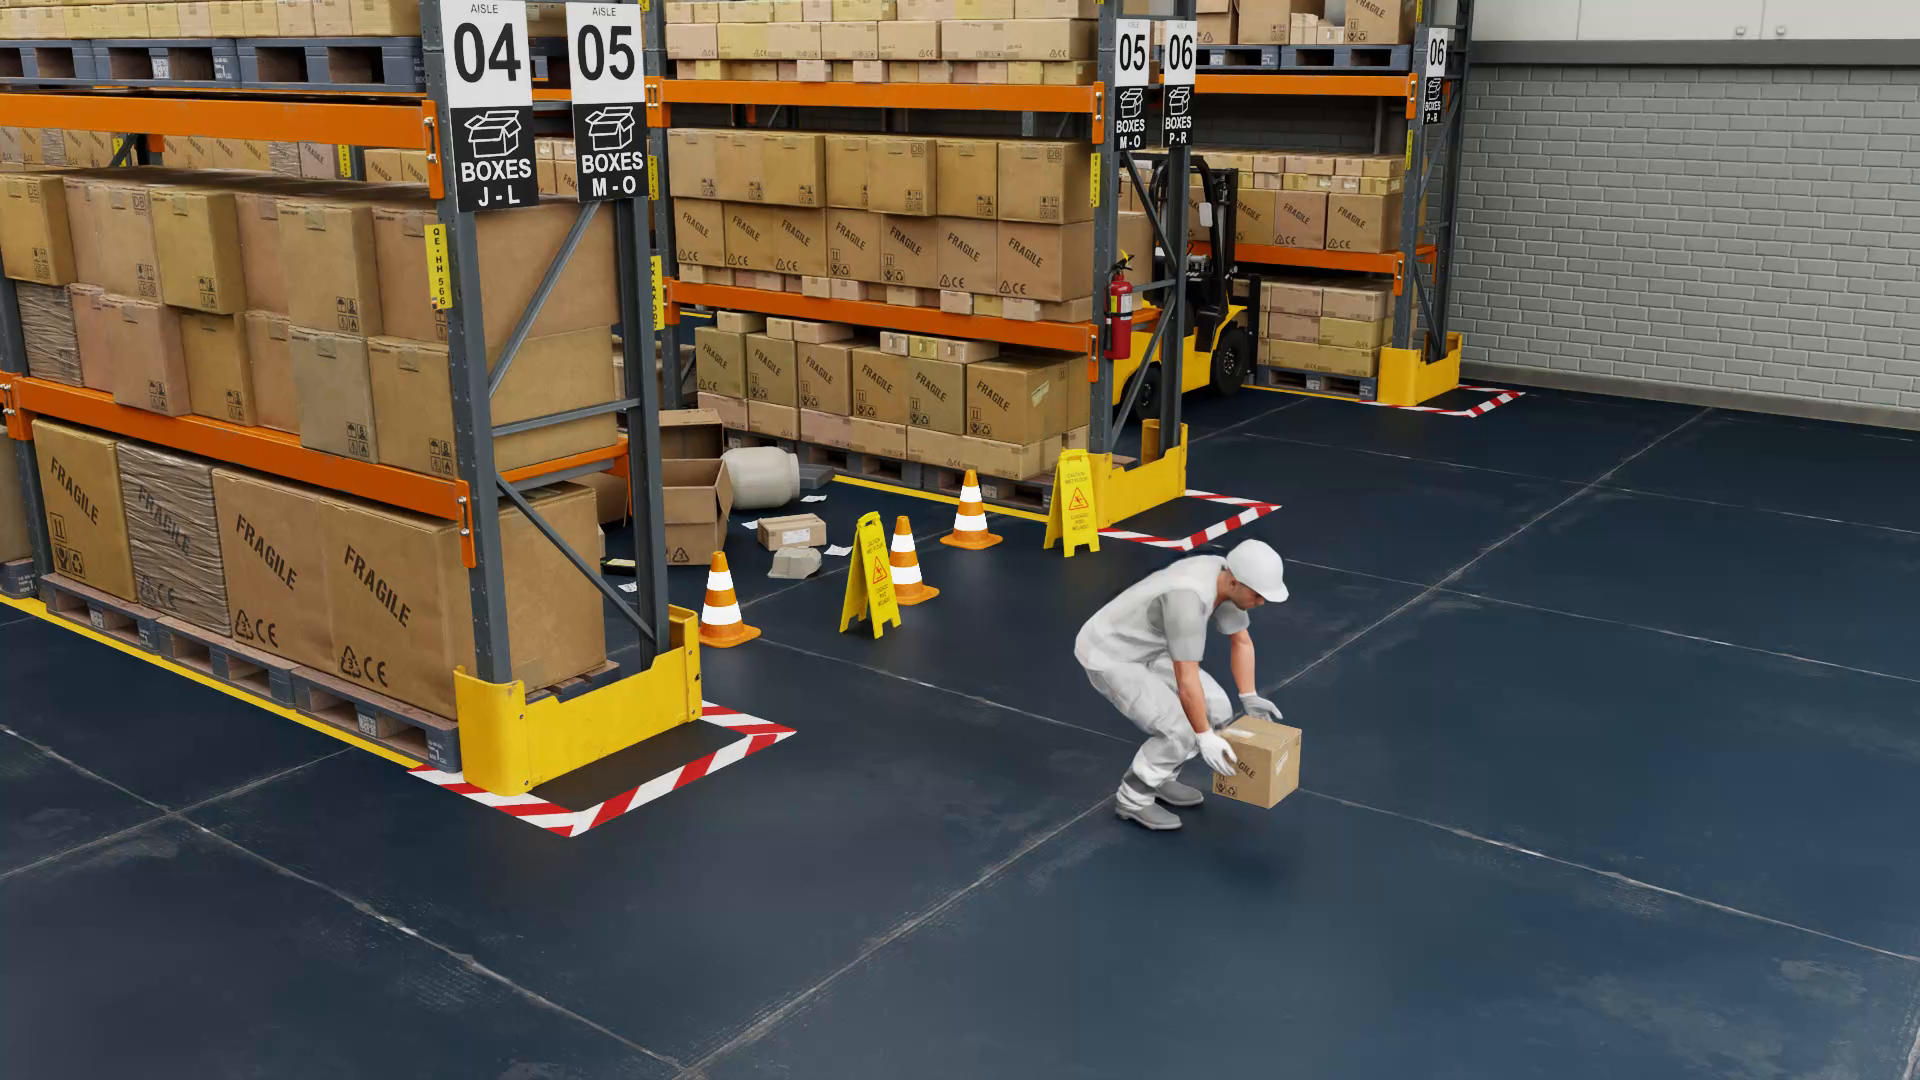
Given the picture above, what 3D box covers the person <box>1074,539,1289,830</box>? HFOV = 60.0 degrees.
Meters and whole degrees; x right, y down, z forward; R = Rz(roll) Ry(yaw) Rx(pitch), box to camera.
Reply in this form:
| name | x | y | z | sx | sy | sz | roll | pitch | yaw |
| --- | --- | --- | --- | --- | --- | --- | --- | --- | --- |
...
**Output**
| name | x | y | z | sx | sy | sz | roll | pitch | yaw |
| --- | --- | --- | --- | --- | --- | --- | --- | --- | --- |
| person | 0.893 | 0.537 | 6.695 | 0.839 | 1.212 | 0.582 | 12 | 20 | 35 |
